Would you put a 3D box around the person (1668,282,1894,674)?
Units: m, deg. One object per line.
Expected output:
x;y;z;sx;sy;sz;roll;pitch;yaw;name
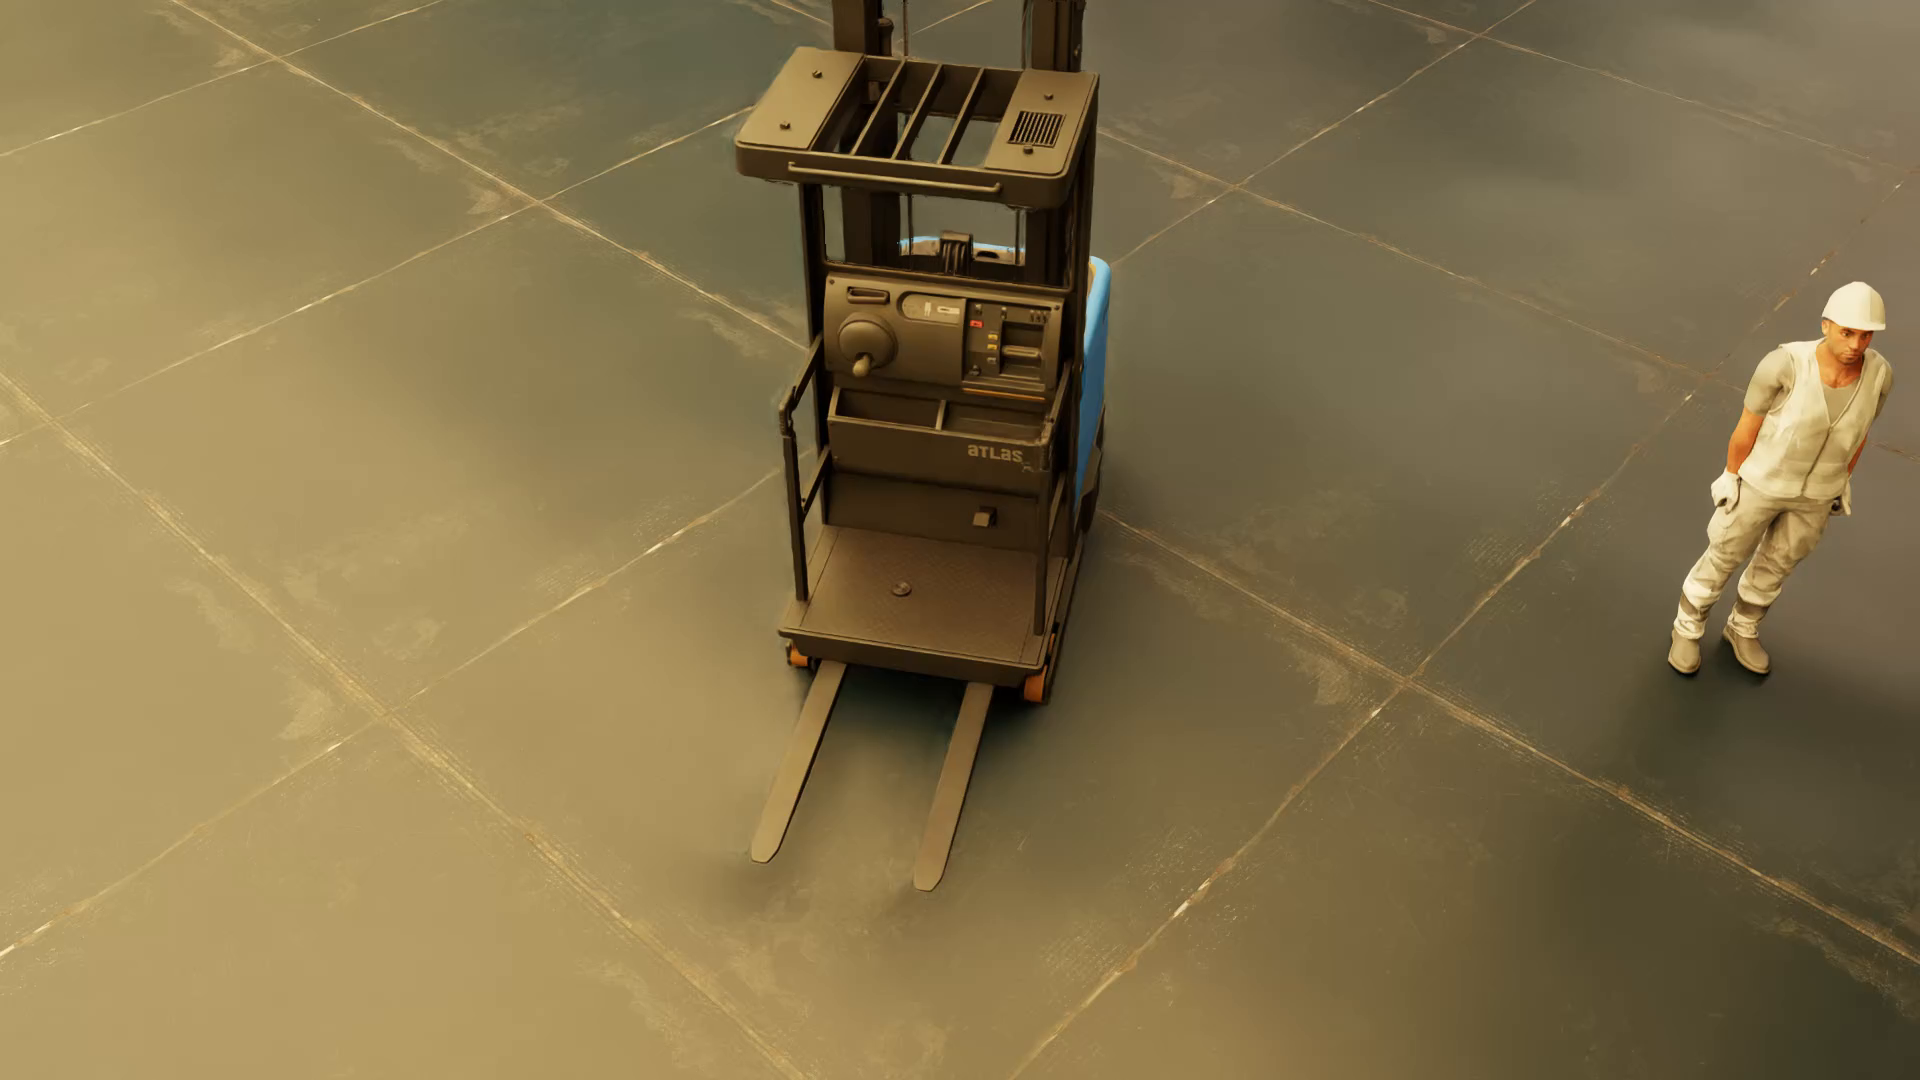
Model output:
3.260;-0.207;6.546;0.530;1.796;0.359;2;41;2;person

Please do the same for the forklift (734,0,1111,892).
-0.112;-0.708;6.253;1.130;2.935;3.031;8;41;9;forklift
